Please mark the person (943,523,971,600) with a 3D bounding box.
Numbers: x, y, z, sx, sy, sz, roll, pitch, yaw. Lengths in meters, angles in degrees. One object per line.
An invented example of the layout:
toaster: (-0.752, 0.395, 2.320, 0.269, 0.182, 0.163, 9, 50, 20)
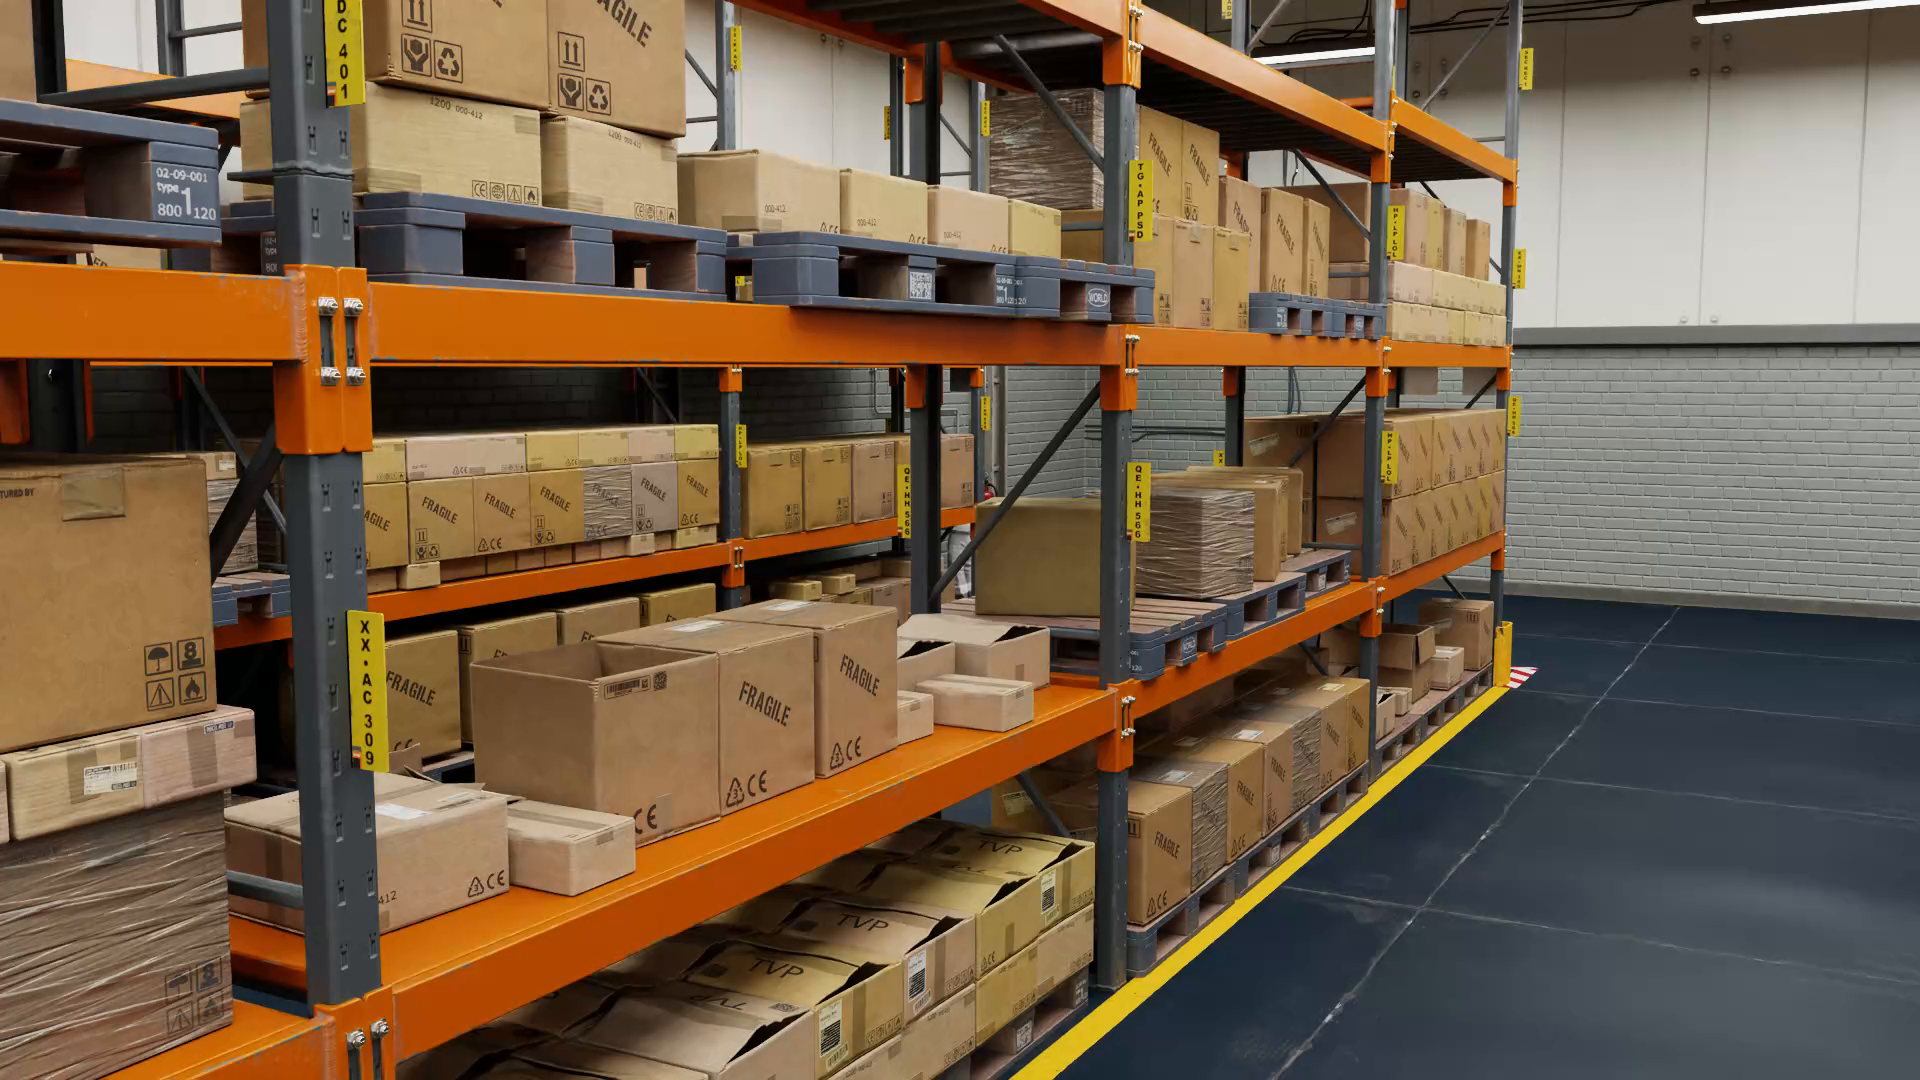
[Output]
person: (-0.052, -0.073, 17.705, 0.564, 1.782, 0.494, 3, 7, 27)
